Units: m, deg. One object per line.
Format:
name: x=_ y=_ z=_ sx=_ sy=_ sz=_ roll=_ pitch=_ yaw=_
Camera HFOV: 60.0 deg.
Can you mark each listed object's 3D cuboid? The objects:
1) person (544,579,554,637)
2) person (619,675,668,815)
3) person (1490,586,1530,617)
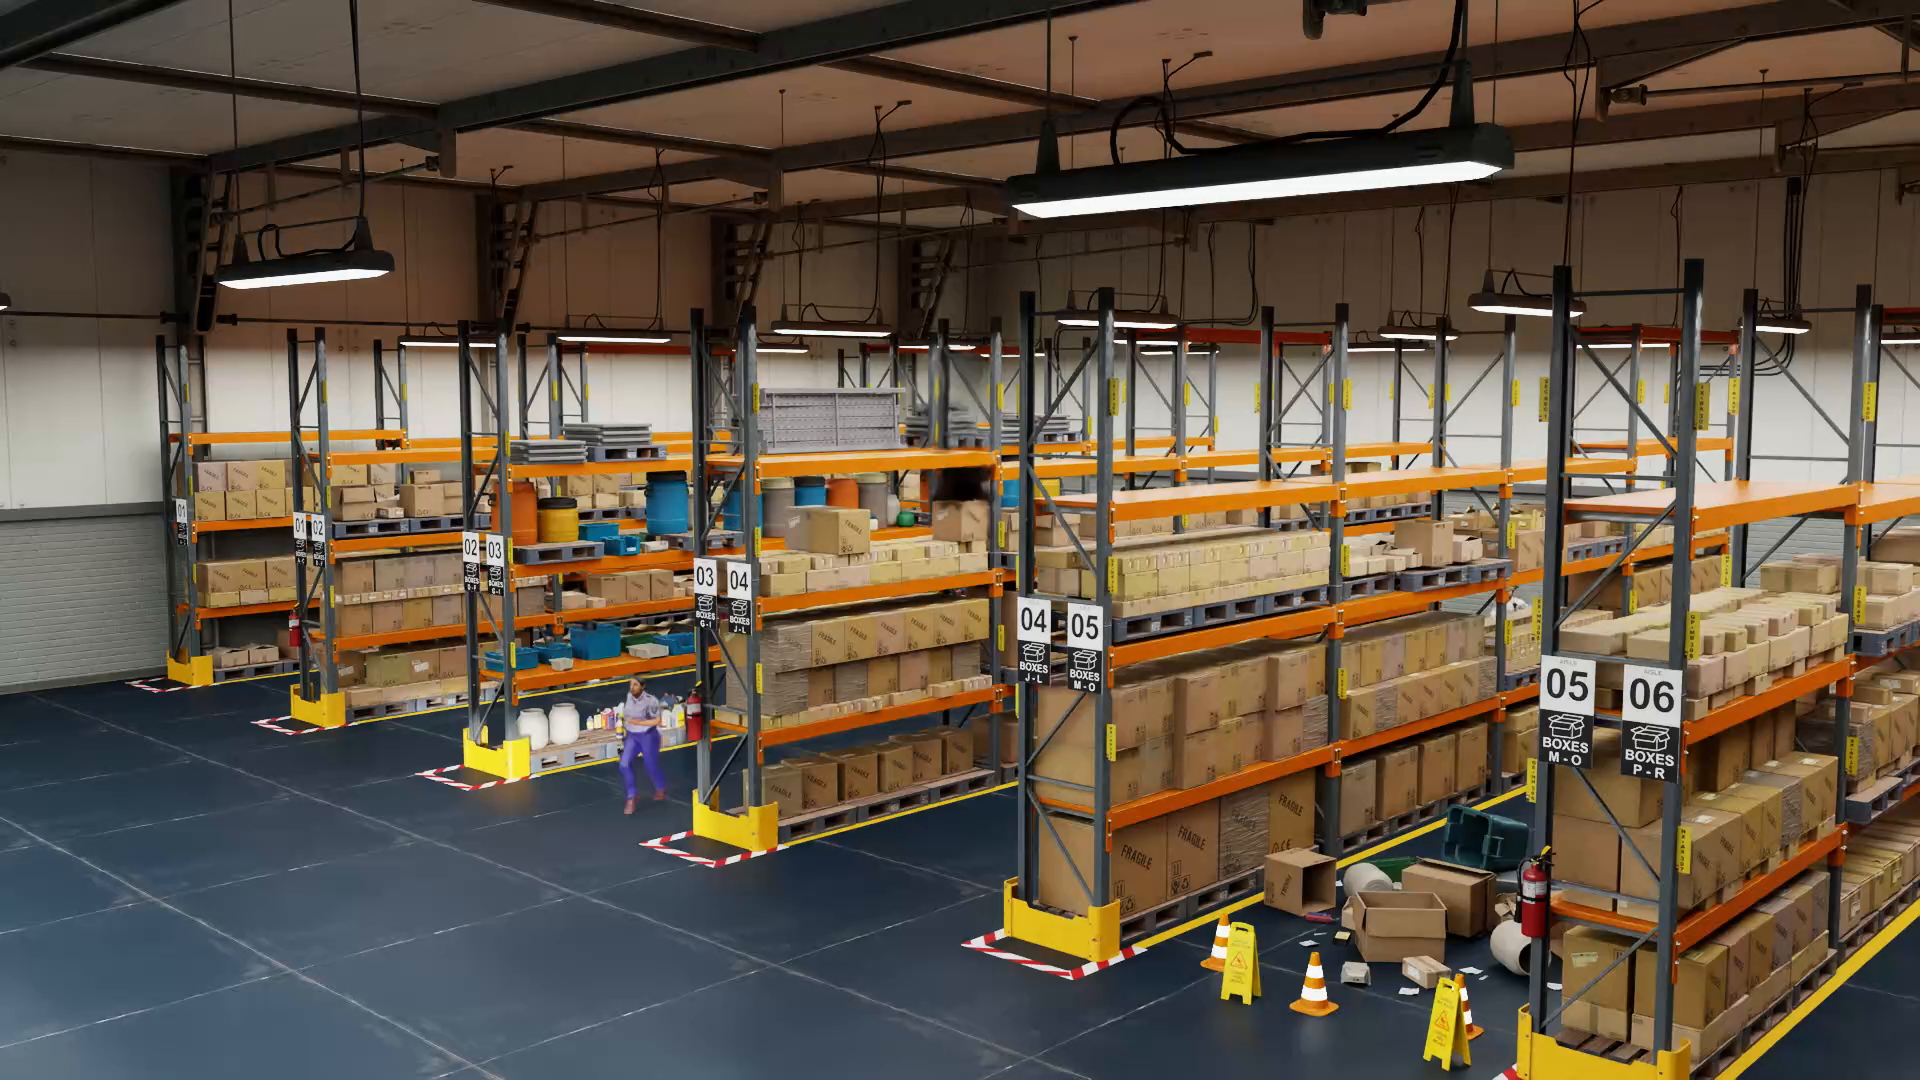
person: x=-7.420 y=1.506 z=30.271 sx=0.530 sy=1.622 sz=0.825 roll=5 pitch=7 yaw=42
person: x=-3.841 y=2.463 z=20.248 sx=0.627 sy=1.691 sz=0.833 roll=2 pitch=6 yaw=24
person: x=9.542 y=1.600 z=28.903 sx=0.623 sy=1.735 sz=0.845 roll=5 pitch=7 yaw=41
